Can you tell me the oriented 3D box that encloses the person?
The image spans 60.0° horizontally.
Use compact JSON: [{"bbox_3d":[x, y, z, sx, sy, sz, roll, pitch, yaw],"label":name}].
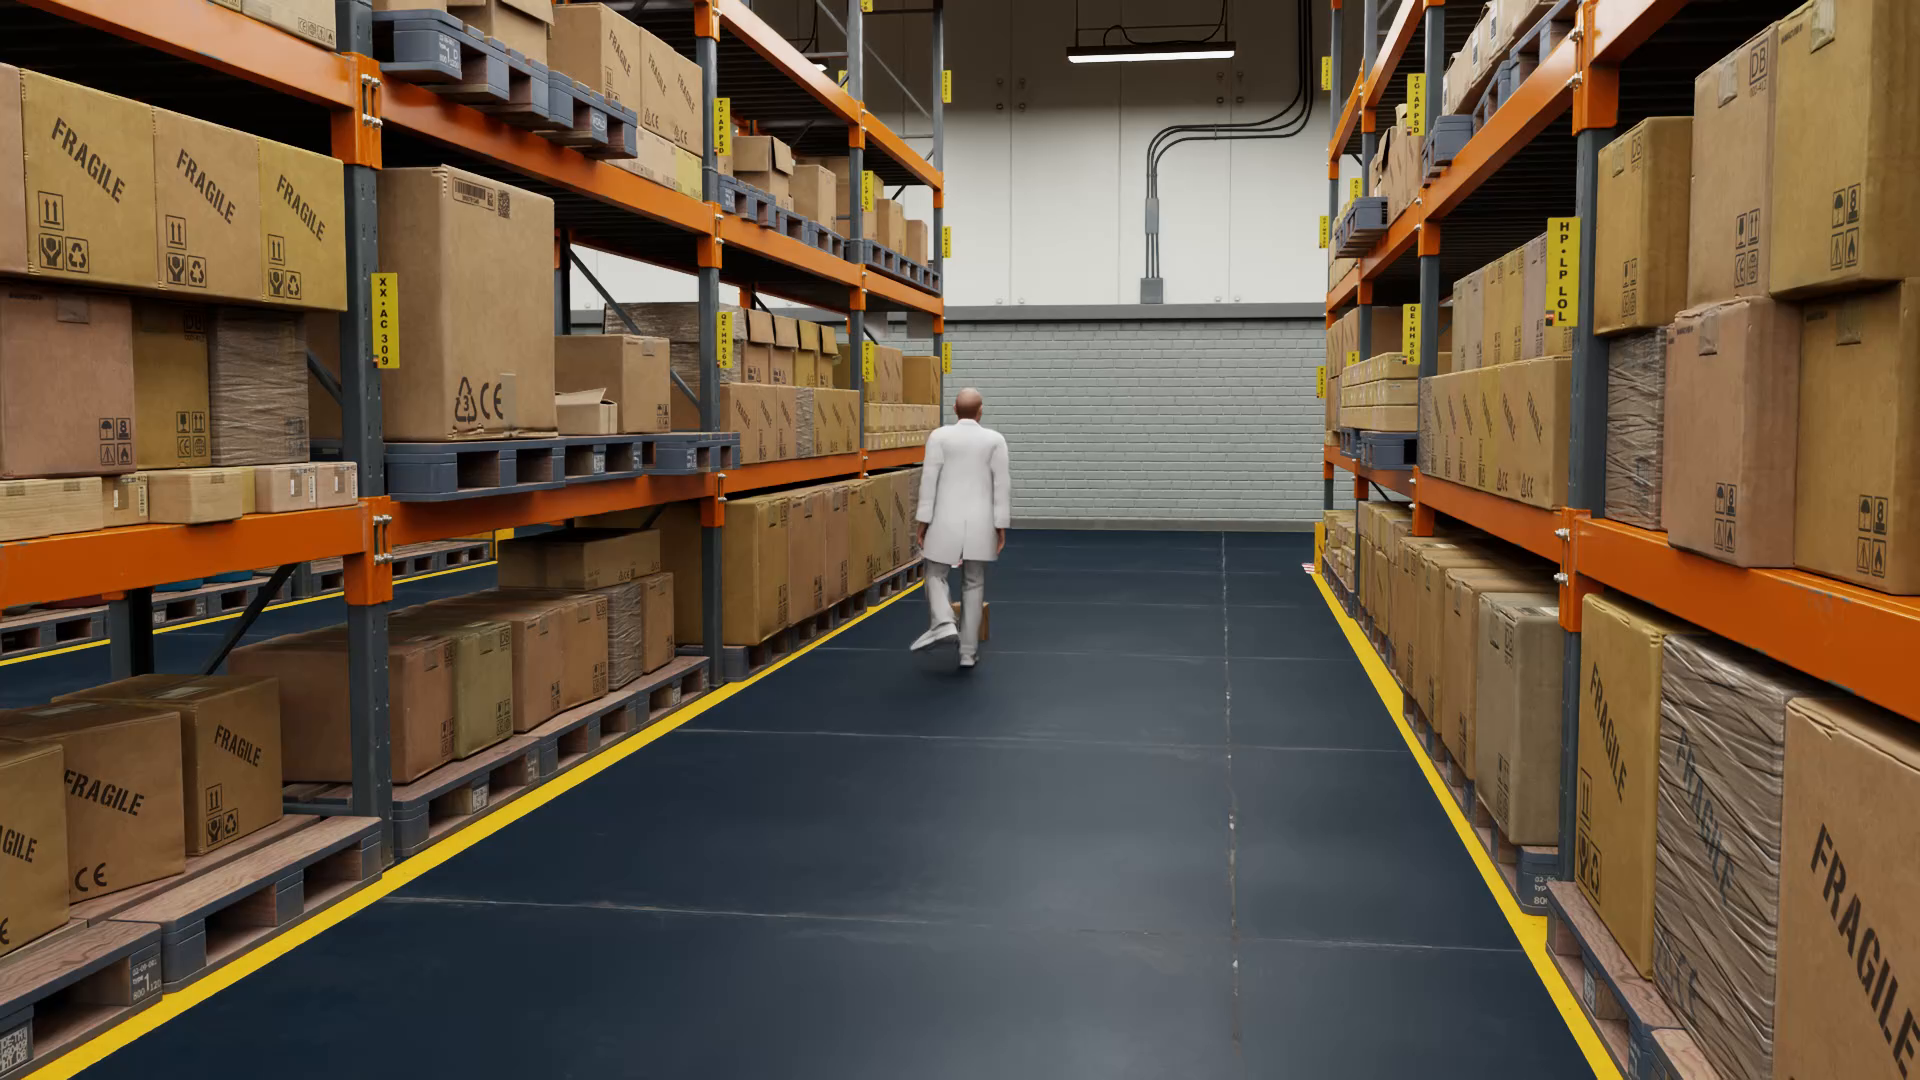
[{"bbox_3d":[0.006,-0.082,10.597,0.656,1.774,0.600,0,4,-3],"label":"person"}]
